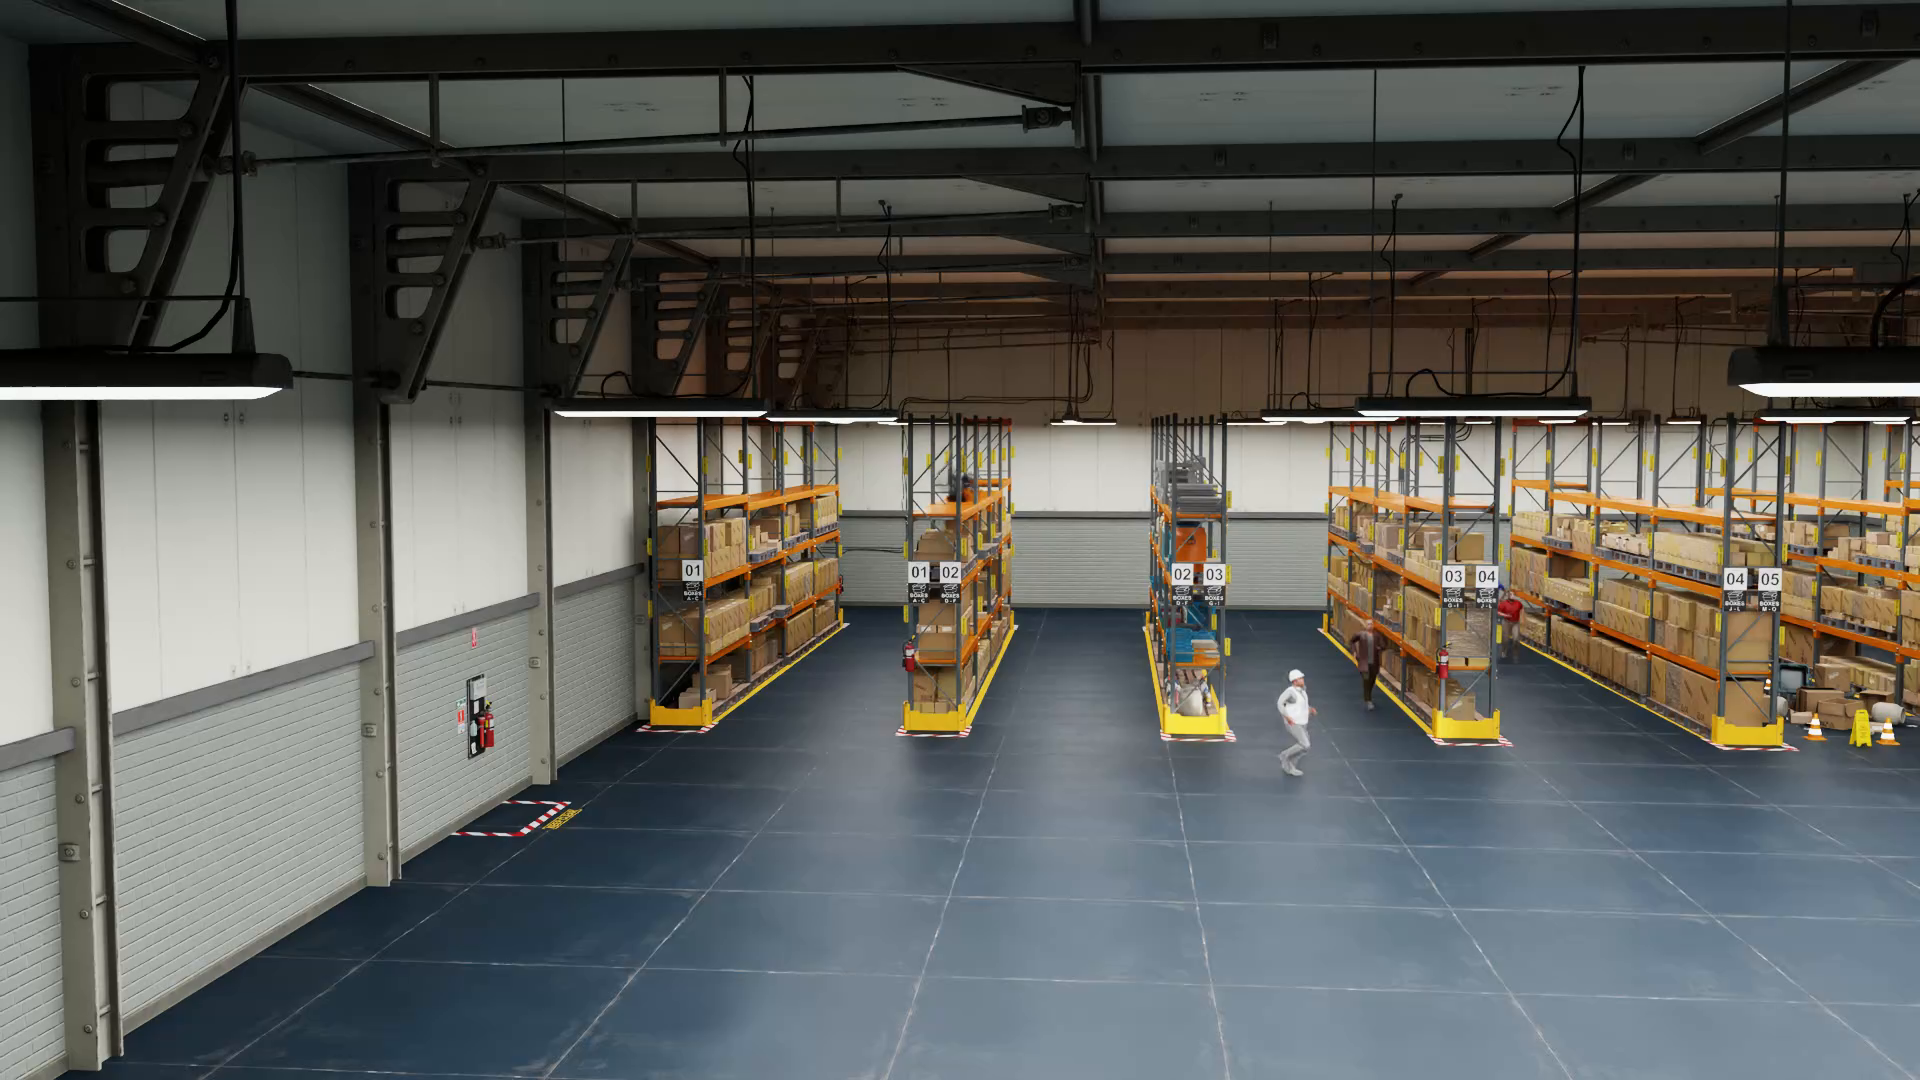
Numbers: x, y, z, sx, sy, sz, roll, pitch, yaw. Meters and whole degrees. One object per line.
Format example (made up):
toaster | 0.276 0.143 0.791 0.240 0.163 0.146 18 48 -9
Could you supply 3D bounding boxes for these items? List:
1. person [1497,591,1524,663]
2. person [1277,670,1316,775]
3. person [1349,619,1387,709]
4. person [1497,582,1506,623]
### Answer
person | 13.501 2.143 40.762 0.683 1.819 0.783 0 4 6
person | 5.571 3.009 27.361 0.542 1.743 0.703 3 5 39
person | 8.379 2.510 34.088 0.695 1.780 1.046 0 4 -3
person | 15.096 1.738 47.040 0.842 1.647 0.669 -2 4 -25
